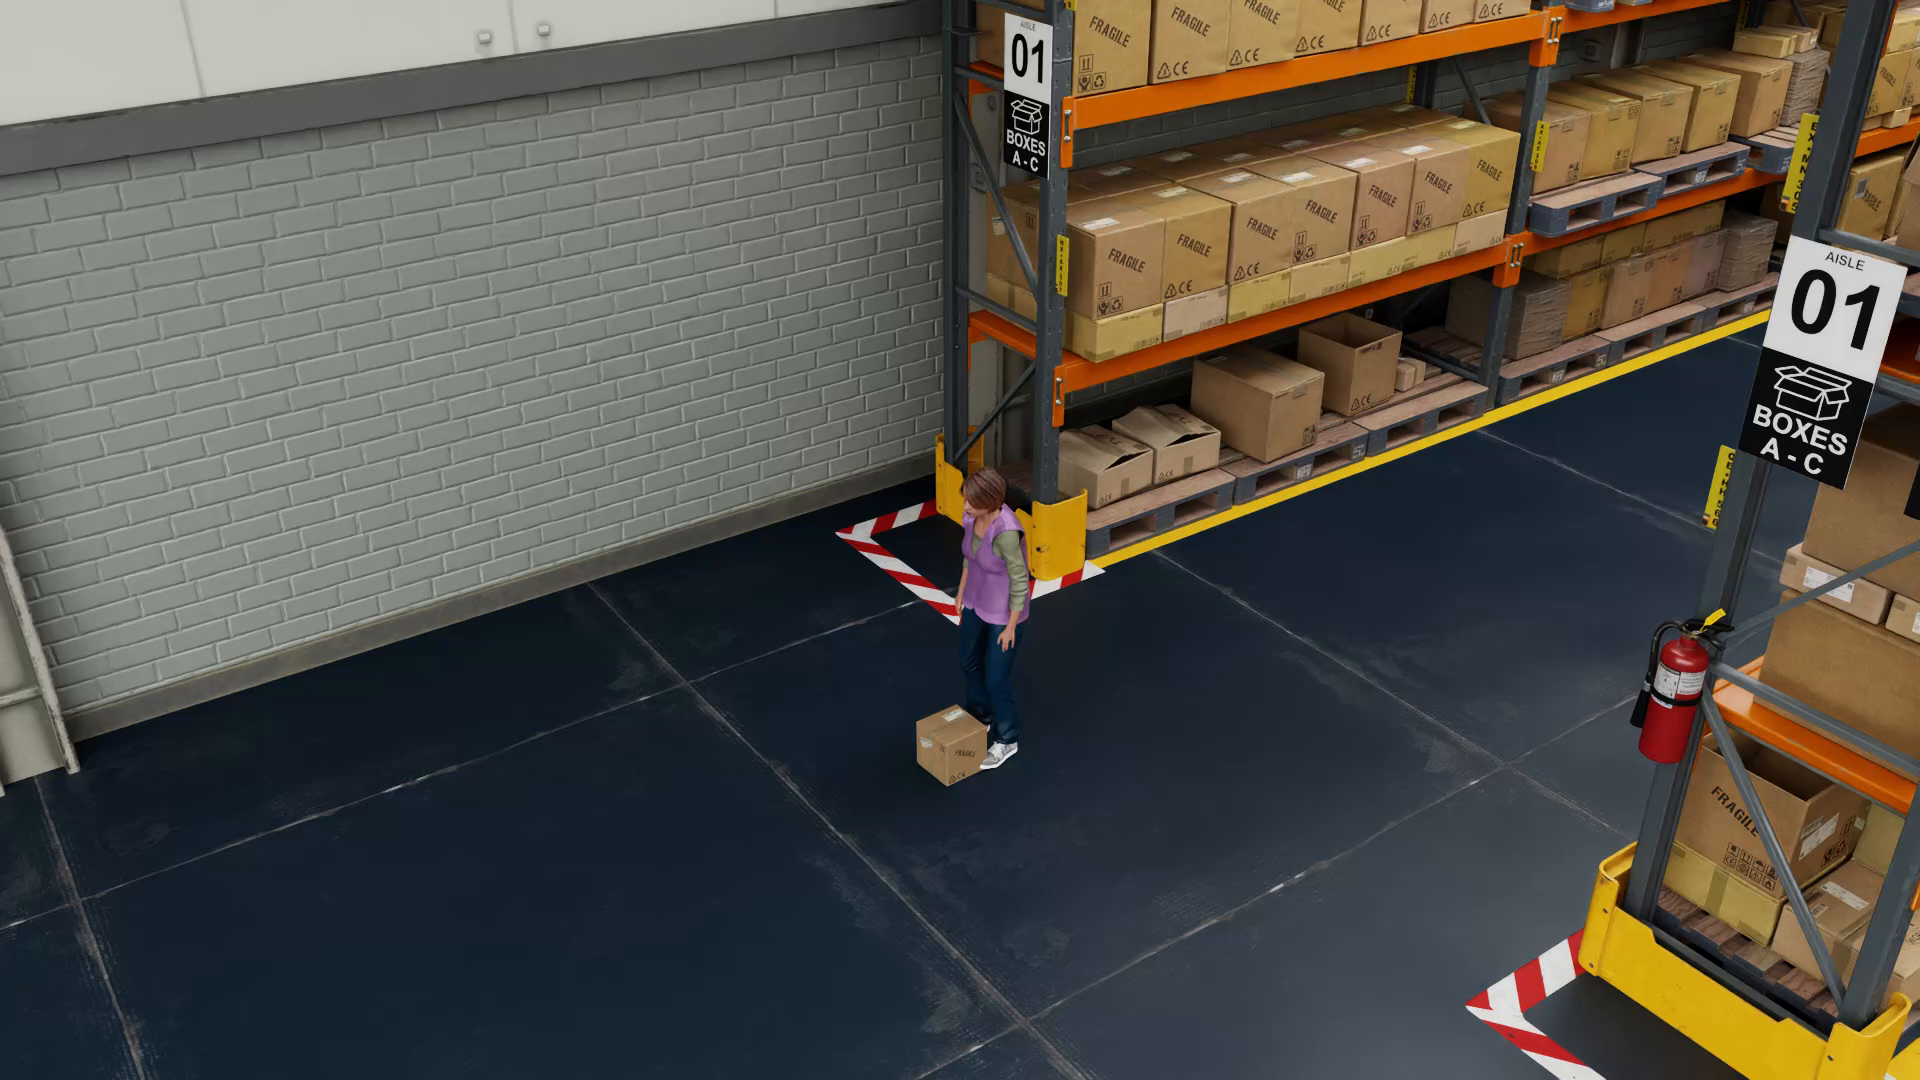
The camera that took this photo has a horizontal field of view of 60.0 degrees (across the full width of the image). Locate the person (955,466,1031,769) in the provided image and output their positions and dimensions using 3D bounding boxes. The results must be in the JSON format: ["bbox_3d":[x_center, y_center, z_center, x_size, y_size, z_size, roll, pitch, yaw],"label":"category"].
[{"bbox_3d":[0.148,0.352,8.001,0.344,1.593,0.460,-19,34,-30],"label":"person"}]
